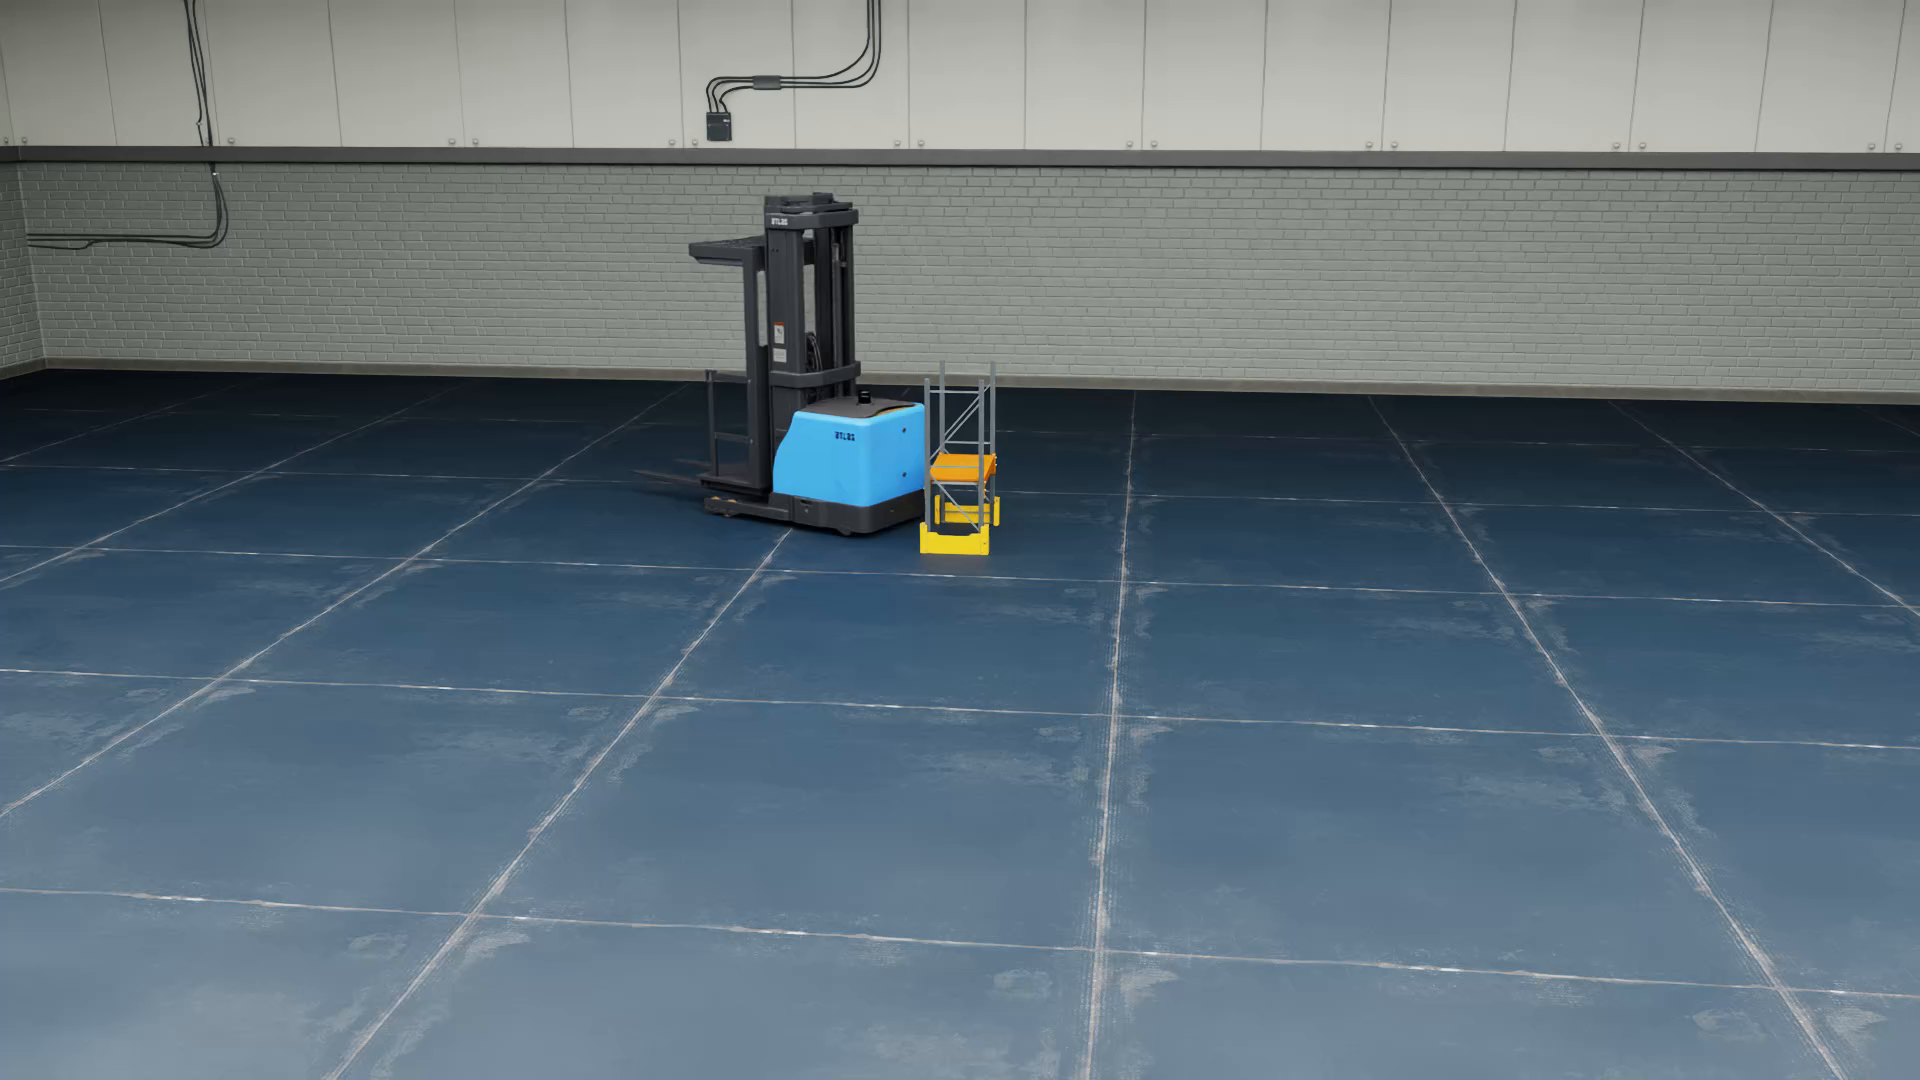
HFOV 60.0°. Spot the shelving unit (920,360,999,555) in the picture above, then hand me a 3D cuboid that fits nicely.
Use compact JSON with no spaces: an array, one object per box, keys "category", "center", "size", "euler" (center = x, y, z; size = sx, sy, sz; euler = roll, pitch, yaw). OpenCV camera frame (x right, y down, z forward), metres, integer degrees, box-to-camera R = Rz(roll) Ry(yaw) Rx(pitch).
[{"category":"shelving unit","center":[0.009,-0.744,14.539],"size":[0.587,1.500,1.083],"euler":[2,15,6]}]

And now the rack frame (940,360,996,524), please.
[{"category":"rack frame","center":[0.067,-0.878,15.036],"size":[0.500,1.500,0.032],"euler":[2,15,6]}]

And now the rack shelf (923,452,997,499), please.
[{"category":"rack shelf","center":[0.010,-0.572,14.595],"size":[0.538,0.185,1.000],"euler":[2,15,6]}]

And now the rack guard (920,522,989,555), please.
[{"category":"rack guard","center":[-0.048,-0.011,14.225],"size":[0.587,0.250,0.087],"euler":[2,15,6]}]

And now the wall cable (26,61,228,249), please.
[{"category":"wall cable","center":[-11.587,-5.242,22.757],"size":[3.097,2.526,0.112],"euler":[2,15,6]}]

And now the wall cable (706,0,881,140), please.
[{"category":"wall cable","center":[-2.156,-8.099,20.859],"size":[2.305,6.003,0.169],"euler":[2,15,6]}]

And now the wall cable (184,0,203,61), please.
[{"category":"wall cable","center":[-8.899,-7.600,21.803],"size":[3.097,2.526,0.112],"euler":[2,15,6]}]

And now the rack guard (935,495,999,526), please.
[{"category":"rack guard","center":[0.065,-0.270,15.180],"size":[0.587,0.250,0.087],"euler":[2,15,6]}]

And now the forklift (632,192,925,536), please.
[{"category":"forklift","center":[-1.782,-1.727,15.435],"size":[3.031,2.935,1.130],"euler":[10,18,33]}]

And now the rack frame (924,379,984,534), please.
[{"category":"rack frame","center":[-0.048,-0.614,14.061],"size":[0.500,1.500,0.032],"euler":[2,15,6]}]
